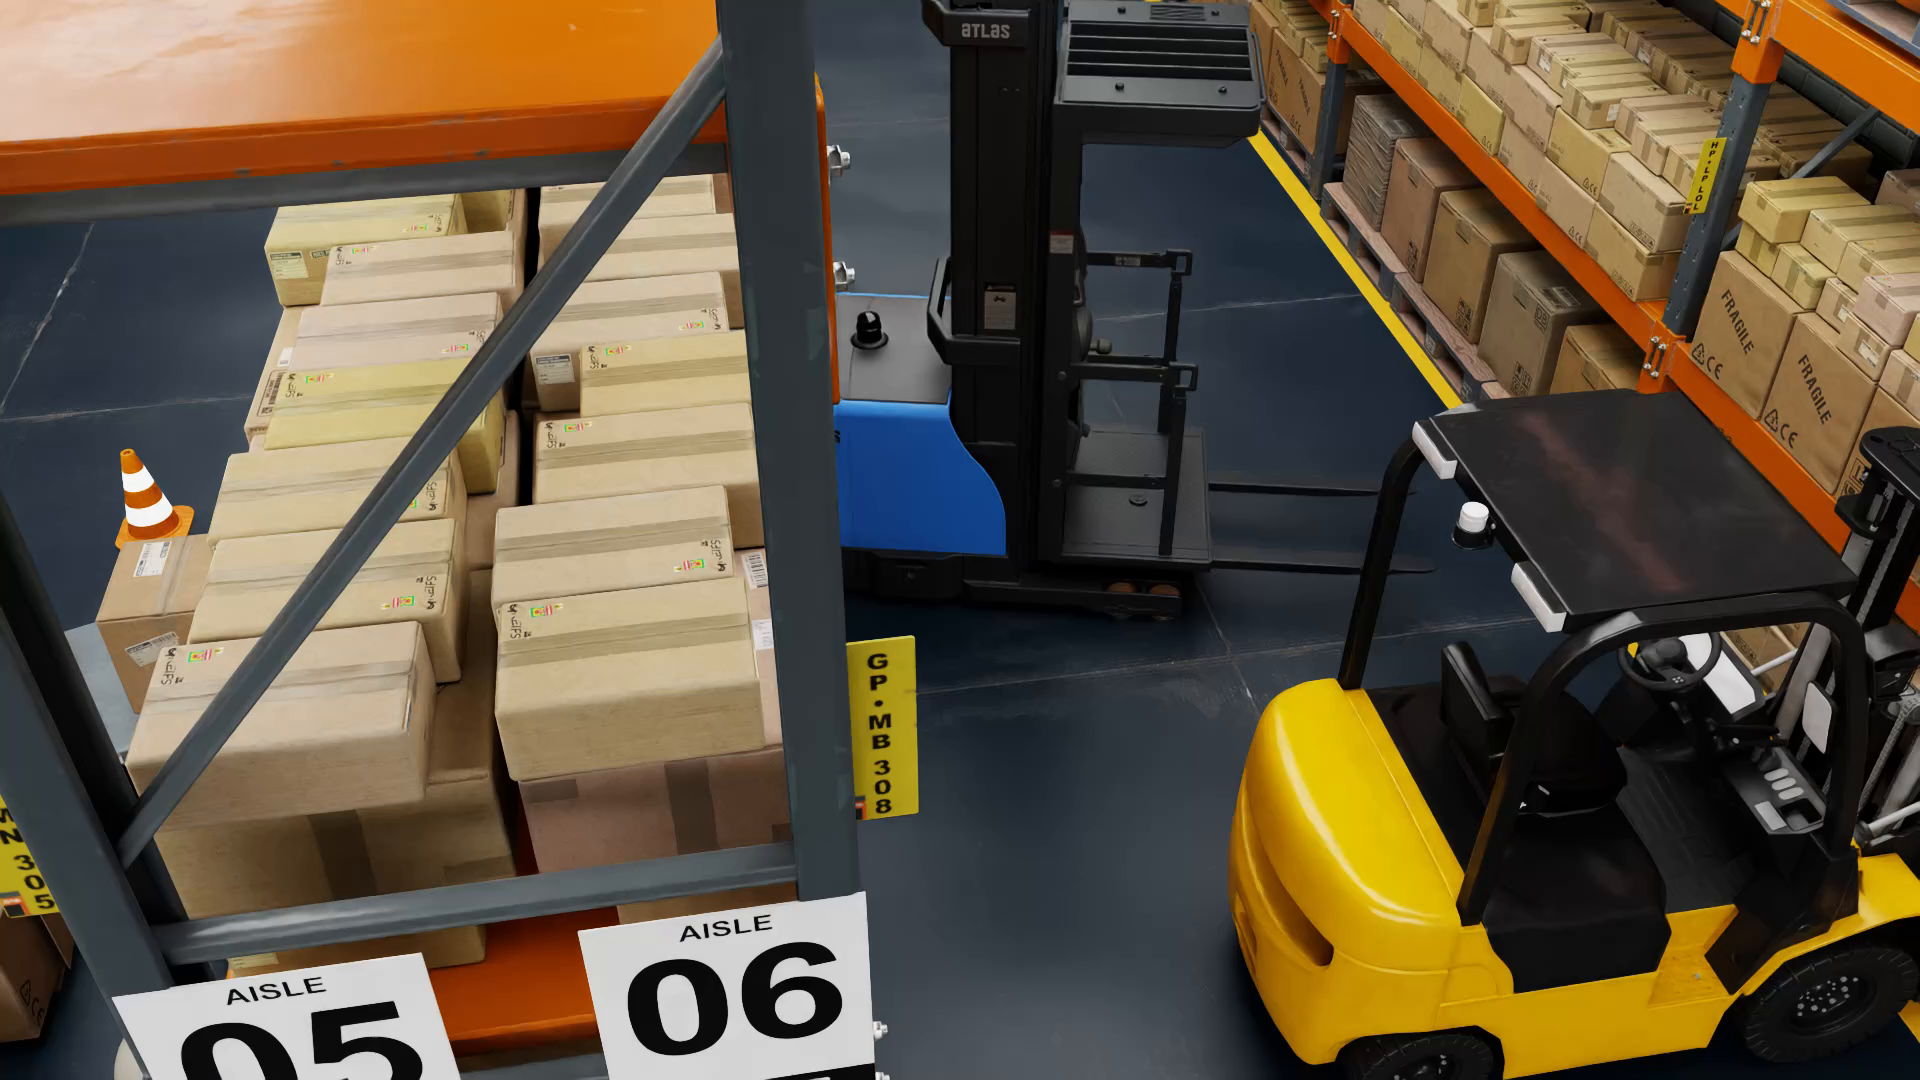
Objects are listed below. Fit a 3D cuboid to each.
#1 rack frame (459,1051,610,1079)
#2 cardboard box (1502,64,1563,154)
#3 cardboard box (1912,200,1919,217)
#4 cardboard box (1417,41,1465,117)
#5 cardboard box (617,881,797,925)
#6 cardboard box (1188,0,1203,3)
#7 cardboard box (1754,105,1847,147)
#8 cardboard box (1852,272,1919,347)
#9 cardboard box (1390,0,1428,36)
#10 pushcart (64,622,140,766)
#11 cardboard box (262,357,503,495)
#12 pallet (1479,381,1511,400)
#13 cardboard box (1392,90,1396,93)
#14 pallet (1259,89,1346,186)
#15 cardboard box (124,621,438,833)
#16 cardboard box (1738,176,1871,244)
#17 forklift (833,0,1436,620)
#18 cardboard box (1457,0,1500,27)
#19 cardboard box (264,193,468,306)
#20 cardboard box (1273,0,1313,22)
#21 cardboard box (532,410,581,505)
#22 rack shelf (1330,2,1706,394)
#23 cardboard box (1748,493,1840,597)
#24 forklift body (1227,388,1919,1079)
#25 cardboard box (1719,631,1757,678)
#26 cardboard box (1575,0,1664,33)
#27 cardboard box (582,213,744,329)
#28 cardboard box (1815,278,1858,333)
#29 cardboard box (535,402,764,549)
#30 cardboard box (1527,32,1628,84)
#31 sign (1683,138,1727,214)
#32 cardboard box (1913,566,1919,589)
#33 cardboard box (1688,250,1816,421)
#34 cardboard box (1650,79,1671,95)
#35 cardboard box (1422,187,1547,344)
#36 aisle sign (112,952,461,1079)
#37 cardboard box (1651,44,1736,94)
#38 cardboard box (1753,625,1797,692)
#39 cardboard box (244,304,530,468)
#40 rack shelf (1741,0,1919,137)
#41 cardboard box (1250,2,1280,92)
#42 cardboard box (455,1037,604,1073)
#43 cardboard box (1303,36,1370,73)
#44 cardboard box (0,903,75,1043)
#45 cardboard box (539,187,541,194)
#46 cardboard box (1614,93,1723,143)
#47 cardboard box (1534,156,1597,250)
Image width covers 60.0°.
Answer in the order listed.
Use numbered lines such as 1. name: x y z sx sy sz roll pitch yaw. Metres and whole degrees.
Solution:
1. rack frame: -0.641 1.845 3.330 1.000 3.000 0.127 -6 38 -8
2. cardboard box: 3.025 -2.134 8.166 0.500 0.250 0.500 -6 38 -7
3. cardboard box: 3.900 -1.204 6.402 0.380 0.149 0.250 -7 38 -9
4. cardboard box: 2.860 -2.555 9.116 0.500 0.250 0.500 -7 38 -9
5. cardboard box: -0.380 0.524 2.790 0.380 0.149 0.250 -6 38 -8
6. cardboard box: 2.107 -4.481 13.168 0.500 0.500 0.500 -7 38 -9
7. cardboard box: 3.698 -1.806 7.419 0.380 0.149 0.250 -7 38 -9
8. cardboard box: 3.440 -0.828 5.918 0.380 0.149 0.250 -5 38 -7
9. cardboard box: 2.766 -3.065 9.364 0.500 0.250 0.500 -5 38 -7
10. pushcart: -3.579 0.740 6.890 1.648 0.377 0.936 -20 42 -23
11. cardboard box: -1.055 -0.199 3.071 0.380 0.149 0.250 -6 38 -8
12. pallet: 3.376 -0.447 8.553 1.003 0.211 1.213 -6 38 -8
13. cardboard box: 3.044 -2.987 11.245 0.500 0.500 0.500 -5 38 -6
14. pallet: 2.749 -2.877 11.681 1.003 0.211 1.213 -6 38 -8
15. cardboard box: -0.991 0.272 2.465 0.380 0.149 0.250 -6 38 -8
16. cardboard box: 3.307 -1.296 6.520 0.380 0.149 0.250 -5 38 -7
17. forklift: 0.702 -1.129 7.214 3.031 2.935 1.130 3 38 4
18. cardboard box: 2.845 -2.816 8.720 0.380 0.149 0.250 -5 38 -7
19. cardboard box: -1.293 -0.651 3.652 0.380 0.149 0.250 -5 38 -7
20. cardboard box: 2.424 -3.719 11.658 0.380 0.149 0.250 -5 38 -7
21. cardboard box: -0.546 -0.036 3.185 0.500 0.250 0.500 -7 38 -9
22. rack shelf: 3.193 -2.031 8.906 1.077 0.370 4.000 -6 38 -8
23. cardboard box: 3.399 0.054 6.720 0.500 0.250 0.500 -6 38 -8
24. forklift body: 2.116 0.695 5.502 2.313 2.155 1.214 -6 38 -8
25. cardboard box: 3.407 0.446 7.030 0.500 0.250 0.500 -7 38 -9
26. cardboard box: 3.387 -2.719 8.595 0.380 0.149 0.250 -5 38 -7
27. cardboard box: -0.619 -0.566 3.543 0.380 0.149 0.250 -5 38 -7
28. cardboard box: 3.461 -0.872 6.217 0.380 0.149 0.250 -6 38 -8
29. cardboard box: -0.546 -0.100 2.944 0.380 0.149 0.250 -6 38 -8
30. cardboard box: 3.012 -2.354 8.125 0.380 0.149 0.250 -6 38 -8
31. sign: 3.011 -1.469 6.717 0.100 0.325 0.005 -6 38 -8
32. cardboard box: 3.629 0.074 5.528 0.500 0.500 0.500 -6 38 -8
33. cardboard box: 3.364 -0.851 6.718 0.500 0.500 0.500 -7 38 -9
34. cardboard box: 3.550 -2.195 8.246 0.500 0.250 0.500 -7 38 -9
35. cardboard box: 3.179 -1.573 9.323 0.875 0.625 0.625 -8 39 -10
36. aisle sign: -0.916 0.887 2.444 0.394 0.787 0.004 -6 38 -8
37. cardboard box: 3.571 -2.262 8.006 0.380 0.149 0.250 -6 38 -8
38. cardboard box: 3.491 0.550 6.489 0.500 0.250 0.500 -7 38 -8
39. cardboard box: -1.179 -0.295 3.519 0.500 0.250 0.500 -5 38 -7
40. rack shelf: 3.894 -0.800 4.876 1.077 0.370 4.000 -6 38 -8
41. cardboard box: 2.385 -3.554 11.974 0.500 0.500 0.500 -5 38 -6
42. cardboard box: -0.946 1.008 3.269 0.700 0.500 0.500 -7 38 -9
43. cardboard box: 2.506 -3.229 11.028 0.380 0.149 0.250 -8 39 -10
44. cardboard box: -3.614 1.424 5.796 0.797 0.637 0.503 -6 38 -8
45. cardboard box: -0.835 -0.962 4.378 0.500 0.250 0.500 -7 38 -9
46. cardboard box: 3.211 -1.893 7.531 0.380 0.149 0.250 -6 38 -8
47. cardboard box: 3.104 -1.627 7.922 0.500 0.250 0.500 -6 38 -8
